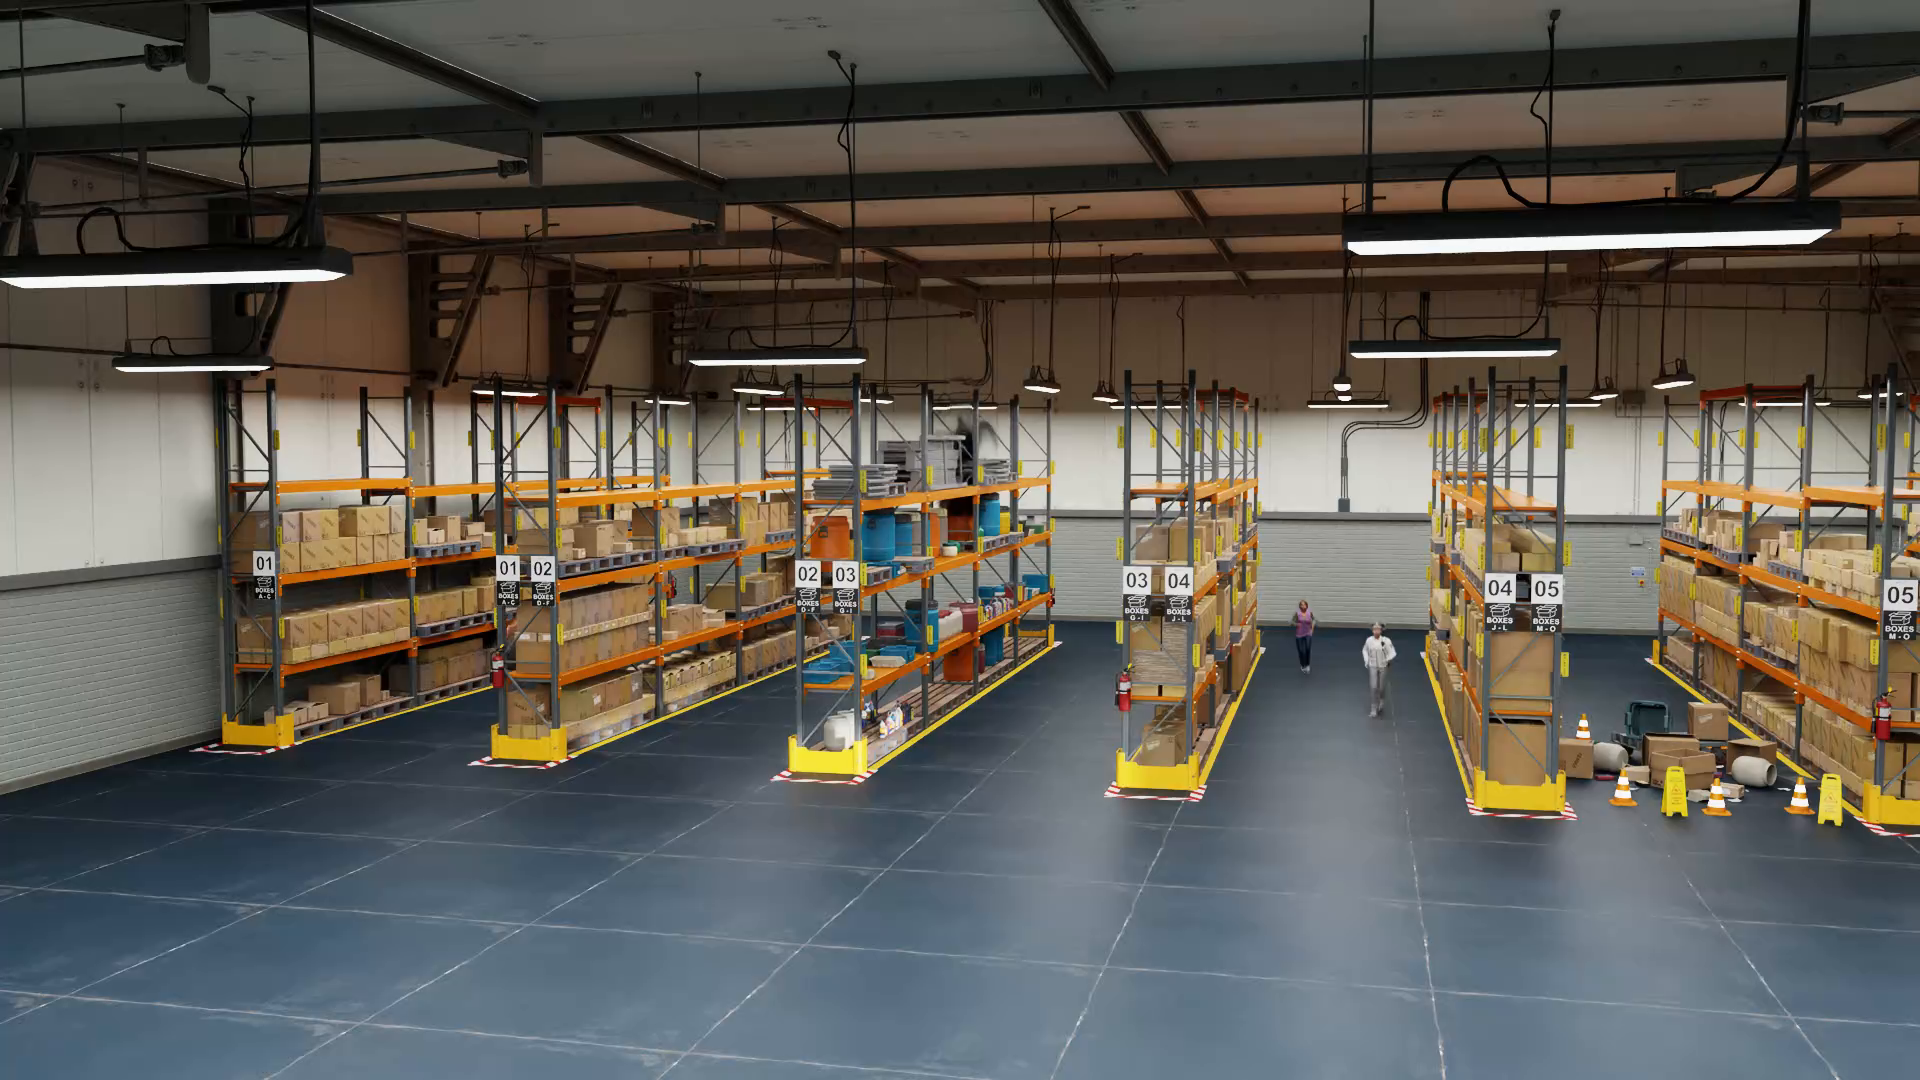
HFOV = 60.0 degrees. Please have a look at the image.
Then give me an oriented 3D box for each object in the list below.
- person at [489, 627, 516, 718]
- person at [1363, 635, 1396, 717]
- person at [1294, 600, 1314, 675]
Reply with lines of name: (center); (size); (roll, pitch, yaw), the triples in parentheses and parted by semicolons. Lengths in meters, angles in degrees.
person: (-8.031, 2.384, 29.470); (0.643, 1.682, 0.598); (0, 3, -1)
person: (7.630, 2.449, 30.292); (0.608, 1.459, 0.812); (1, 4, 22)
person: (7.348, 2.119, 35.619); (0.486, 1.509, 0.716); (1, 4, 12)
